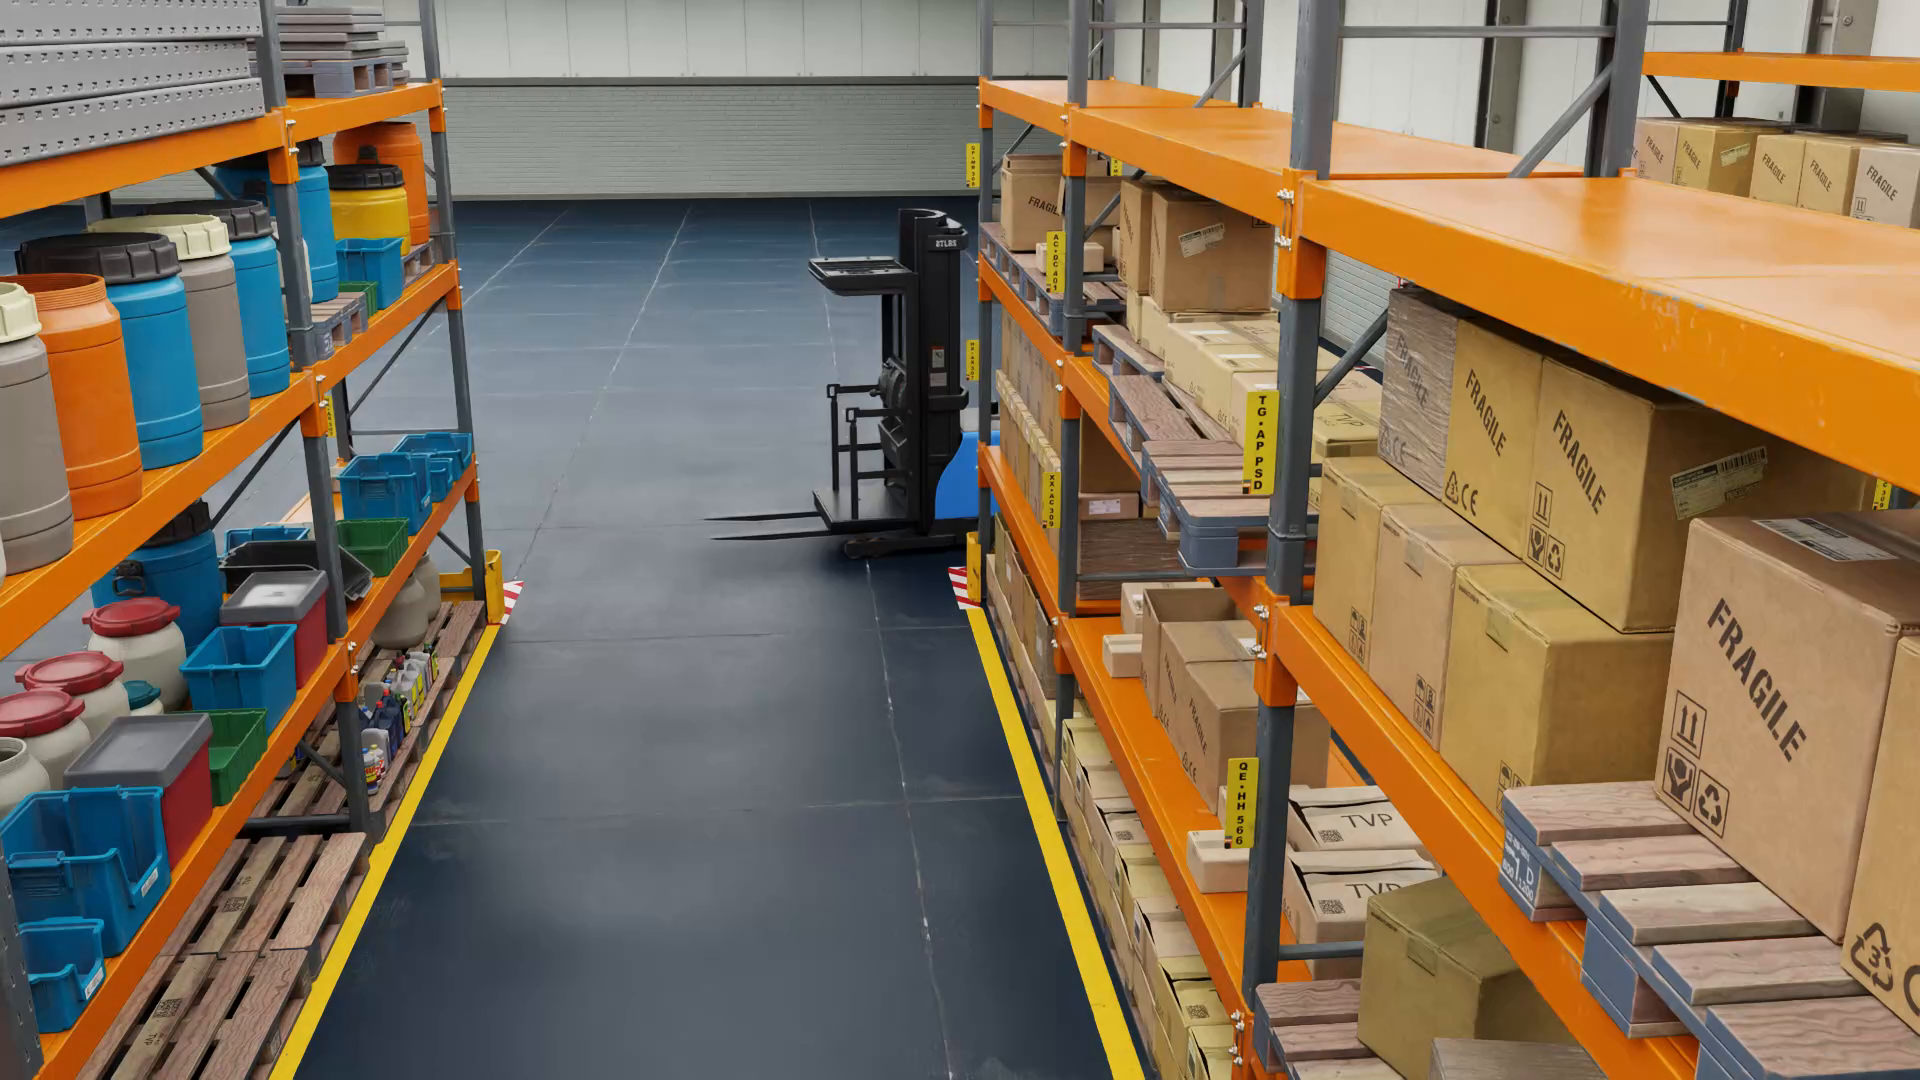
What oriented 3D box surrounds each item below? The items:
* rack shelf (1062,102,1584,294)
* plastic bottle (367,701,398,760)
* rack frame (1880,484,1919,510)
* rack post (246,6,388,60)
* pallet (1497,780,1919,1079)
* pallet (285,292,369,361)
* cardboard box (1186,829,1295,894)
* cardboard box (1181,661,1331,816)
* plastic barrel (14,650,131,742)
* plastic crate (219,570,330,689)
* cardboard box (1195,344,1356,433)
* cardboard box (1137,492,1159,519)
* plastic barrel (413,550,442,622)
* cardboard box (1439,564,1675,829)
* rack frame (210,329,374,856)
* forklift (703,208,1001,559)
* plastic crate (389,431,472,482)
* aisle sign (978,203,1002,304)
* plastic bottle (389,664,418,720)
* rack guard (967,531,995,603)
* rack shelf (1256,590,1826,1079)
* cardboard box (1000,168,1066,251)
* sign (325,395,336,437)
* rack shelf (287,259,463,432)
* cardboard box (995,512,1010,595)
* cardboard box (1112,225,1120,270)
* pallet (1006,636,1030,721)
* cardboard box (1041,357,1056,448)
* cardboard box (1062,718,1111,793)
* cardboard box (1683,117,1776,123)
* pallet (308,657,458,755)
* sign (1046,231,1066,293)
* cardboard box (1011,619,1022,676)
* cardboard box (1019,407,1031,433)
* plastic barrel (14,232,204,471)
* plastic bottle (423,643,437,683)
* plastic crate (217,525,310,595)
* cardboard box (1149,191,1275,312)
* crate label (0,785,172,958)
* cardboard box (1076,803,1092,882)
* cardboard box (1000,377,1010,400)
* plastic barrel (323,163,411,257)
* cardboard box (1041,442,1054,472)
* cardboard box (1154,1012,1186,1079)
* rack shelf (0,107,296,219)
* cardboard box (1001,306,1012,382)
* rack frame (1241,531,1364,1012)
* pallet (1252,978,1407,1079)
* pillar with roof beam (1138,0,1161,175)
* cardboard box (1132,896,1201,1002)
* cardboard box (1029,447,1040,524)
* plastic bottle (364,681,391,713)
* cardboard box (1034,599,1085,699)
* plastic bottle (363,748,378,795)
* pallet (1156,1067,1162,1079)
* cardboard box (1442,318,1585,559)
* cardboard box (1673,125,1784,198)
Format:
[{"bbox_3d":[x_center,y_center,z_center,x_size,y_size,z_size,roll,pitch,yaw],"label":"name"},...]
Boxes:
[{"bbox_3d":[1.271,-1.522,6.870,1.077,0.370,4.000,-2,18,-6],"label":"rack shelf"},{"bbox_3d":[-3.533,1.163,10.152,0.144,0.351,0.185,-1,17,-4],"label":"plastic bottle"},{"bbox_3d":[5.992,0.056,9.990,1.000,3.000,0.127,-2,18,-6],"label":"rack frame"},{"bbox_3d":[-4.044,-3.079,10.088,0.937,0.300,0.954,-2,18,-7],"label":"rack post"},{"bbox_3d":[1.782,0.747,3.095,1.213,0.211,1.003,-2,18,-6],"label":"pallet"},{"bbox_3d":[-4.034,-1.191,9.269,1.213,0.211,1.003,-2,18,-6],"label":"pallet"},{"bbox_3d":[1.110,1.263,6.567,0.380,0.149,0.250,-2,18,-6],"label":"cardboard box"},{"bbox_3d":[1.288,0.855,7.278,0.500,0.500,0.500,-3,18,-9],"label":"cardboard box"},{"bbox_3d":[-3.906,0.808,7.369,0.433,0.535,0.433,0,17,0],"label":"plastic barrel"},{"bbox_3d":[-3.508,0.467,8.576,0.402,0.464,0.583,-2,18,-6],"label":"plastic crate"},{"bbox_3d":[1.255,-0.617,6.678,0.500,0.250,0.500,-2,18,-7],"label":"cardboard box"},{"bbox_3d":[1.230,-0.233,9.661,0.380,0.149,0.250,-2,18,-6],"label":"cardboard box"},{"bbox_3d":[-4.131,0.351,12.503,0.421,0.512,0.421,0,17,0],"label":"plastic barrel"},{"bbox_3d":[1.662,0.359,3.850,0.910,0.500,0.500,-2,18,-6],"label":"cardboard box"},{"bbox_3d":[-3.863,0.362,9.015,1.000,3.000,0.127,-2,18,-6],"label":"rack frame"},{"bbox_3d":[-0.781,-1.402,14.749,3.031,2.935,1.130,-4,18,-13],"label":"forklift"},{"bbox_3d":[-3.926,-0.618,12.387,0.499,0.251,0.616,-2,18,-6],"label":"plastic crate"},{"bbox_3d":[0.341,-2.232,12.937,0.394,0.787,0.004,-2,18,-6],"label":"aisle sign"},{"bbox_3d":[-3.596,0.980,10.735,0.144,0.351,0.185,-2,18,-6],"label":"plastic bottle"},{"bbox_3d":[0.650,0.204,13.692,1.175,0.500,0.348,-2,18,-6],"label":"rack guard"},{"bbox_3d":[1.684,0.910,3.463,1.077,0.370,4.000,-2,18,-6],"label":"rack shelf"},{"bbox_3d":[0.552,-2.224,11.144,0.500,0.500,0.500,-2,18,-6],"label":"cardboard box"},{"bbox_3d":[-4.823,-0.946,12.719,0.100,0.325,0.005,-2,18,-6],"label":"sign"},{"bbox_3d":[-4.069,-1.321,10.571,1.077,0.370,4.000,-2,18,-6],"label":"rack shelf"},{"bbox_3d":[0.540,0.088,12.526,0.500,0.500,0.500,-2,18,-6],"label":"cardboard box"},{"bbox_3d":[1.219,-1.764,9.995,0.500,0.311,0.500,-3,18,-9],"label":"cardboard box"},{"bbox_3d":[0.895,0.938,11.836,1.003,0.211,1.213,-2,18,-6],"label":"pallet"},{"bbox_3d":[0.908,-0.888,10.665,0.700,0.500,0.500,-2,18,-6],"label":"cardboard box"},{"bbox_3d":[0.860,1.185,9.347,0.500,0.311,0.500,-2,18,-5],"label":"cardboard box"},{"bbox_3d":[5.884,-2.980,12.785,0.500,0.500,0.500,-1,17,-3],"label":"cardboard box"},{"bbox_3d":[-4.019,1.127,11.234,1.003,0.211,1.213,-2,18,-6],"label":"pallet"},{"bbox_3d":[0.513,-1.487,8.904,0.100,0.325,0.005,-2,18,-6],"label":"sign"},{"bbox_3d":[0.639,0.744,11.689,0.500,0.250,0.500,-2,18,-6],"label":"cardboard box"},{"bbox_3d":[0.613,-0.831,11.567,0.380,0.149,0.250,-2,18,-6],"label":"cardboard box"},{"bbox_3d":[-3.459,-0.773,6.788,0.600,0.901,0.708,-2,18,-6],"label":"plastic barrel"},{"bbox_3d":[-3.620,0.825,11.343,0.061,0.283,0.133,-1,17,-4],"label":"plastic bottle"},{"bbox_3d":[-4.247,0.112,10.061,0.499,0.251,0.616,-2,18,-6],"label":"plastic crate"},{"bbox_3d":[1.171,-1.353,7.769,0.500,0.500,0.500,0,17,0],"label":"cardboard box"},{"bbox_3d":[-3.283,1.233,6.183,0.502,0.435,0.616,-2,18,-6],"label":"crate label"},{"bbox_3d":[0.911,1.602,8.955,0.500,0.250,0.500,-1,17,-4],"label":"cardboard box"},{"bbox_3d":[0.508,-1.136,12.539,0.380,0.149,0.250,-2,18,-7],"label":"cardboard box"},{"bbox_3d":[-4.031,-2.215,11.201,0.600,0.588,0.600,0,17,0],"label":"plastic barrel"},{"bbox_3d":[0.720,-0.524,10.589,0.380,0.149,0.250,-2,18,-6],"label":"cardboard box"},{"bbox_3d":[1.124,2.211,7.016,0.500,0.250,0.500,-2,18,-6],"label":"cardboard box"},{"bbox_3d":[-3.656,-1.370,6.386,1.077,0.370,4.000,-2,18,-6],"label":"rack shelf"},{"bbox_3d":[0.693,-1.493,12.591,0.700,0.500,0.500,-2,18,-5],"label":"cardboard box"},{"bbox_3d":[1.477,1.402,5.703,1.000,3.000,0.127,-2,18,-6],"label":"rack frame"},{"bbox_3d":[1.617,1.694,5.095,1.213,0.211,1.003,-2,18,-6],"label":"pallet"},{"bbox_3d":[-0.246,-10.833,34.660,9.100,9.000,0.400,-2,18,-6],"label":"pillar with roof beam"},{"bbox_3d":[1.069,1.793,7.412,0.500,0.311,0.500,-2,18,-6],"label":"cardboard box"},{"bbox_3d":[0.850,-0.428,11.366,0.700,0.500,0.500,-1,17,-4],"label":"cardboard box"},{"bbox_3d":[-3.741,1.028,10.708,0.152,0.276,0.135,-2,18,-6],"label":"plastic bottle"},{"bbox_3d":[0.760,0.684,10.629,0.500,0.500,0.500,-2,18,-6],"label":"cardboard box"},{"bbox_3d":[-3.459,1.346,9.703,0.097,0.271,0.097,0,17,0],"label":"plastic bottle"},{"bbox_3d":[1.431,2.486,6.905,1.003,0.211,1.213,-2,18,-6],"label":"pallet"},{"bbox_3d":[1.569,-0.271,4.190,0.500,0.500,0.500,-2,18,-6],"label":"cardboard box"},{"bbox_3d":[5.443,-2.675,11.813,0.500,0.500,0.500,-1,17,-4],"label":"cardboard box"}]
